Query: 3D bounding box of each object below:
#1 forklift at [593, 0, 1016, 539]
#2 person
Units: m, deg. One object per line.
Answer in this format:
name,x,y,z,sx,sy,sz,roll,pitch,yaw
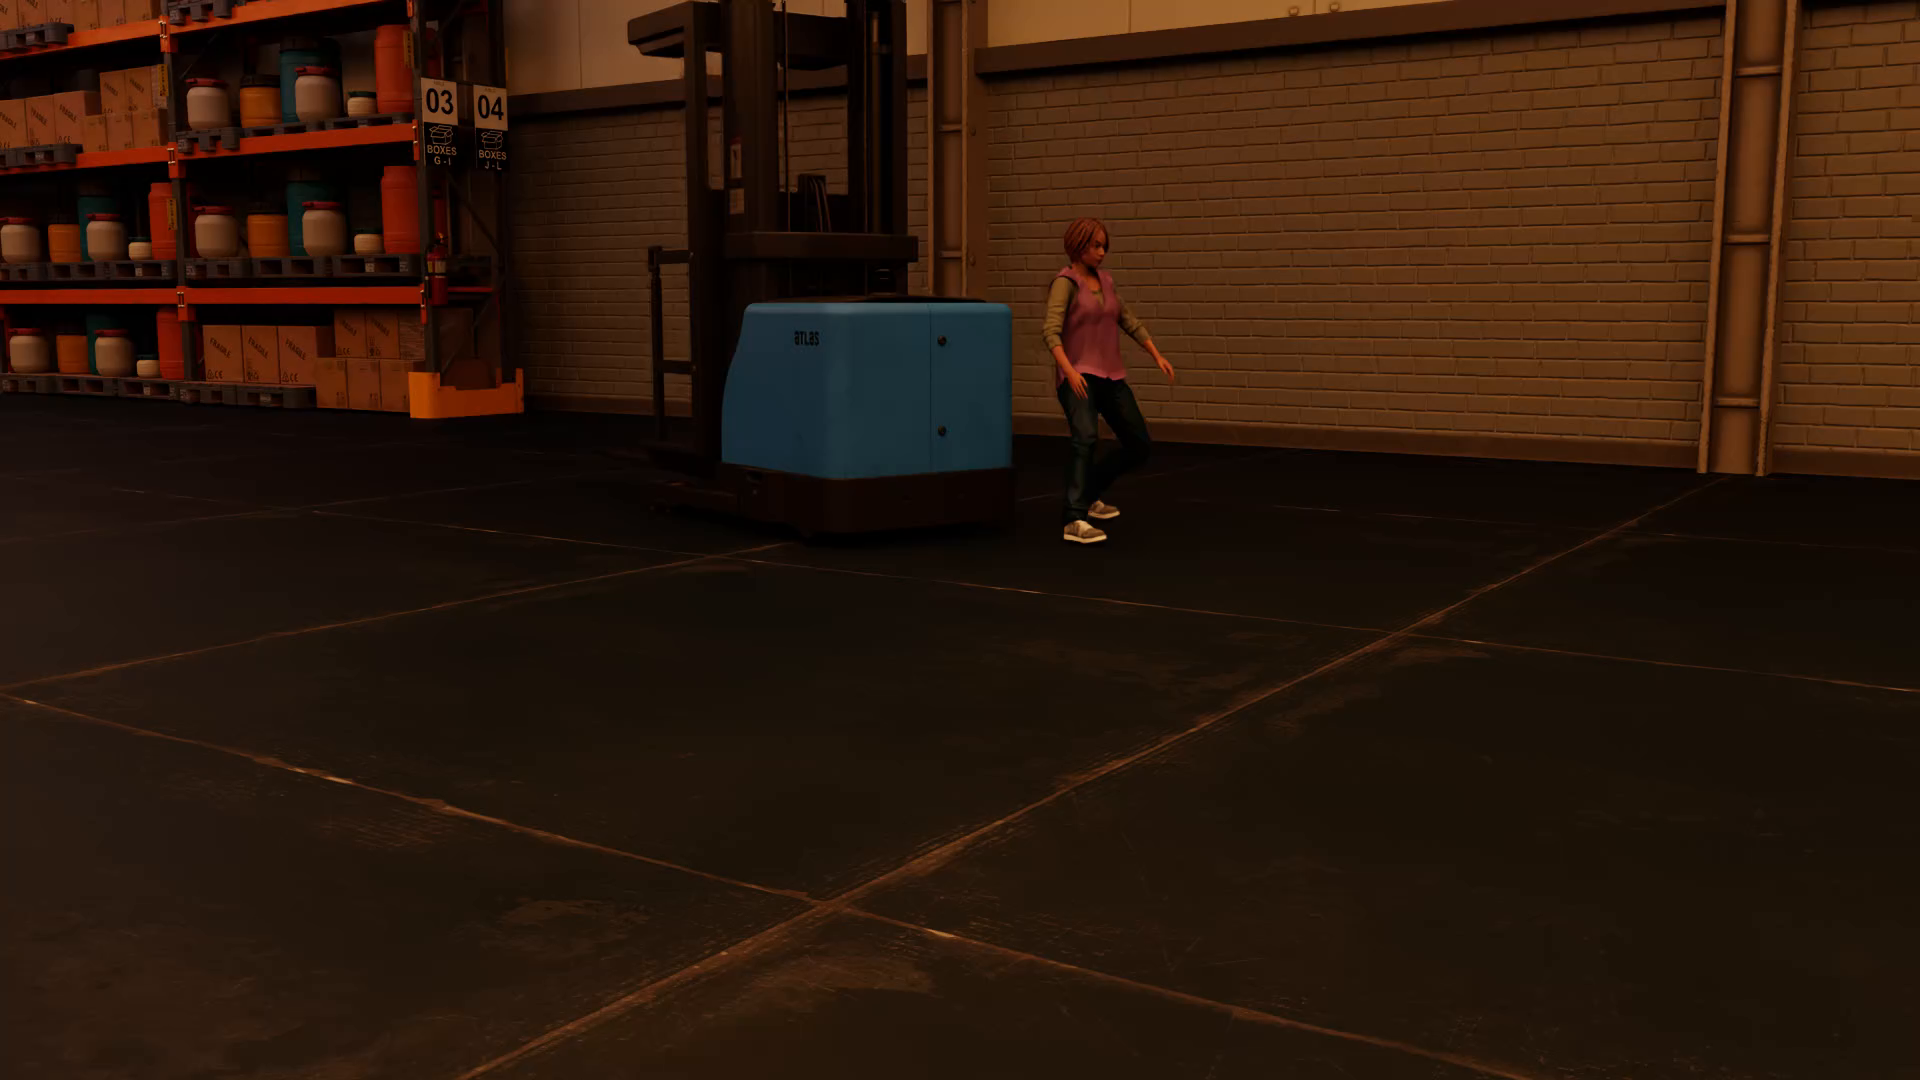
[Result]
forklift,-1.004,-1.617,8.567,1.130,2.935,3.031,-6,10,-35
person,0.670,-0.766,7.751,0.743,1.458,0.742,-6,10,-37
